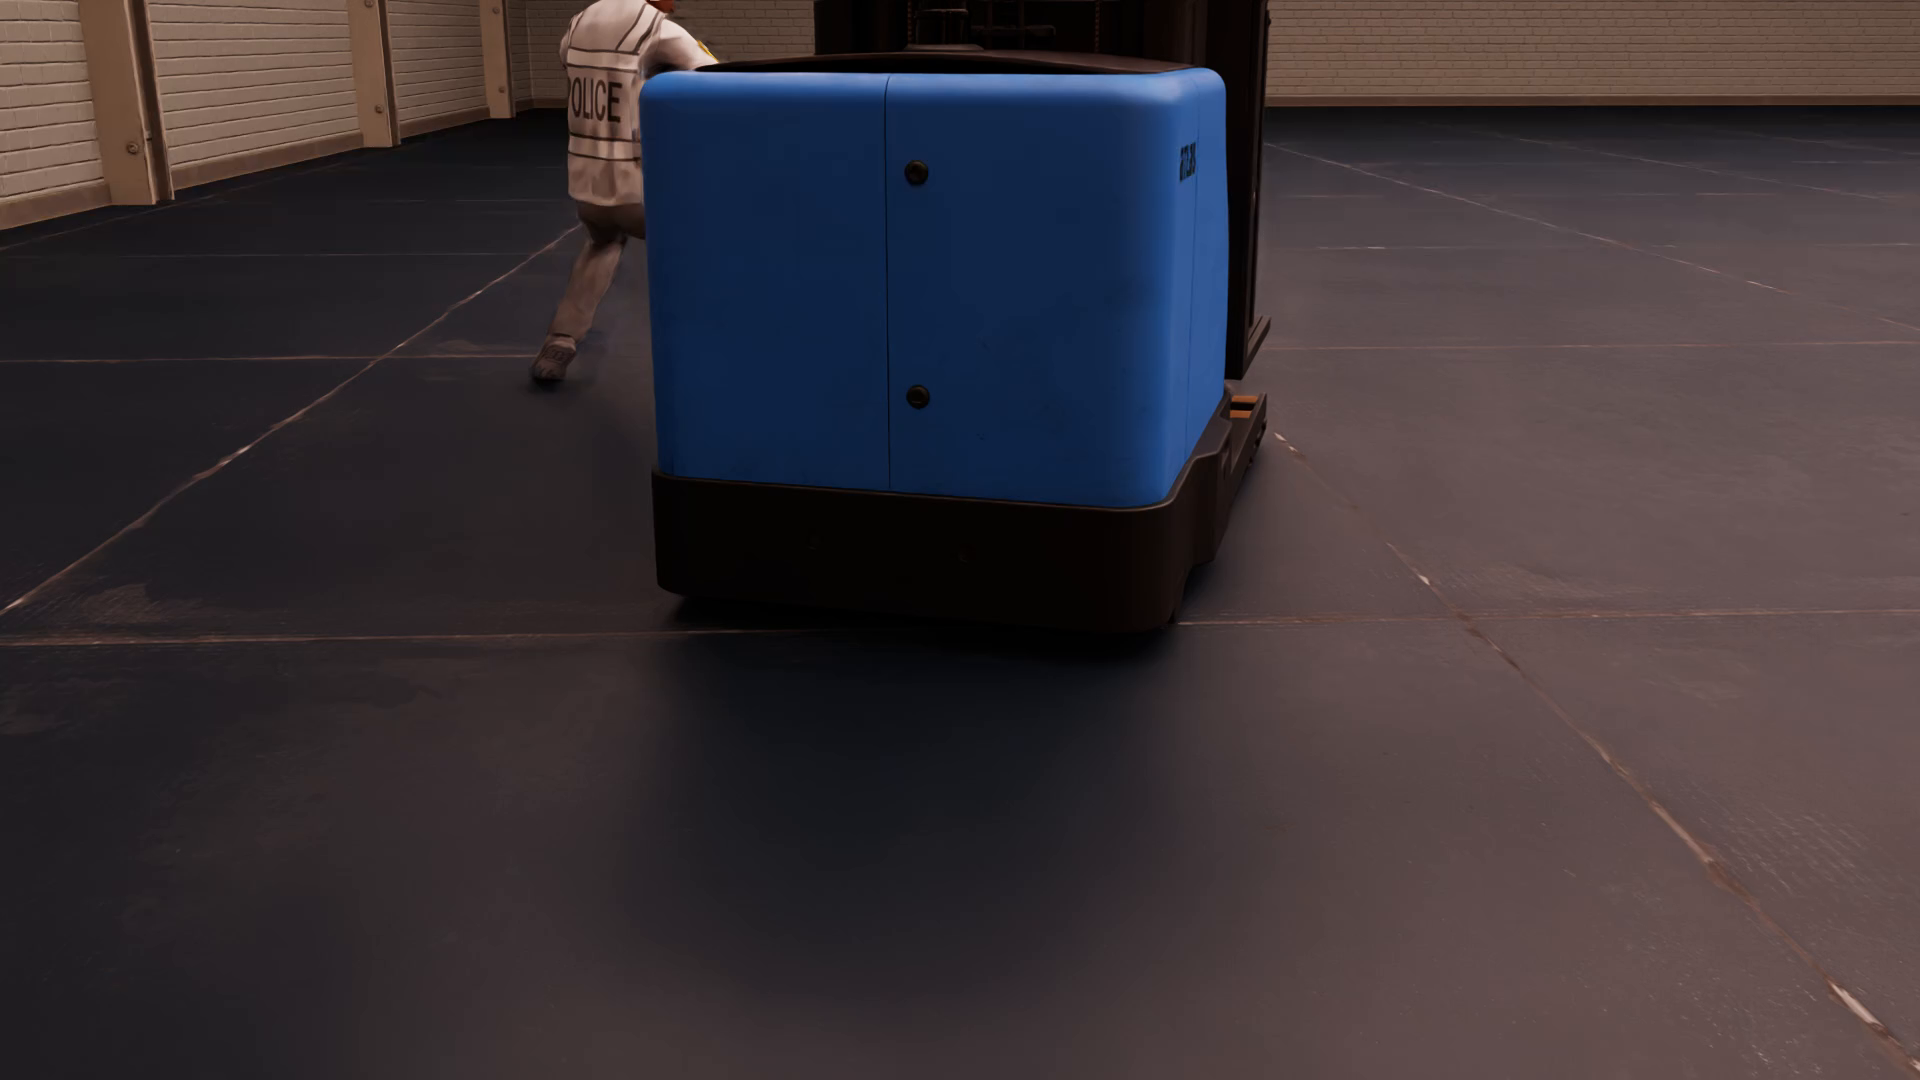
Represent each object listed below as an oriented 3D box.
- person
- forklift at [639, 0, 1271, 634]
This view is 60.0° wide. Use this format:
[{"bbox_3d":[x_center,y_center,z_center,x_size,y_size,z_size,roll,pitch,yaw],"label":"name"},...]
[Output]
[{"bbox_3d":[-0.932,-1.174,5.347,1.113,1.459,0.656,13,22,37],"label":"person"},{"bbox_3d":[0.255,-1.618,4.196,1.130,2.935,3.031,4,18,14],"label":"forklift"}]
